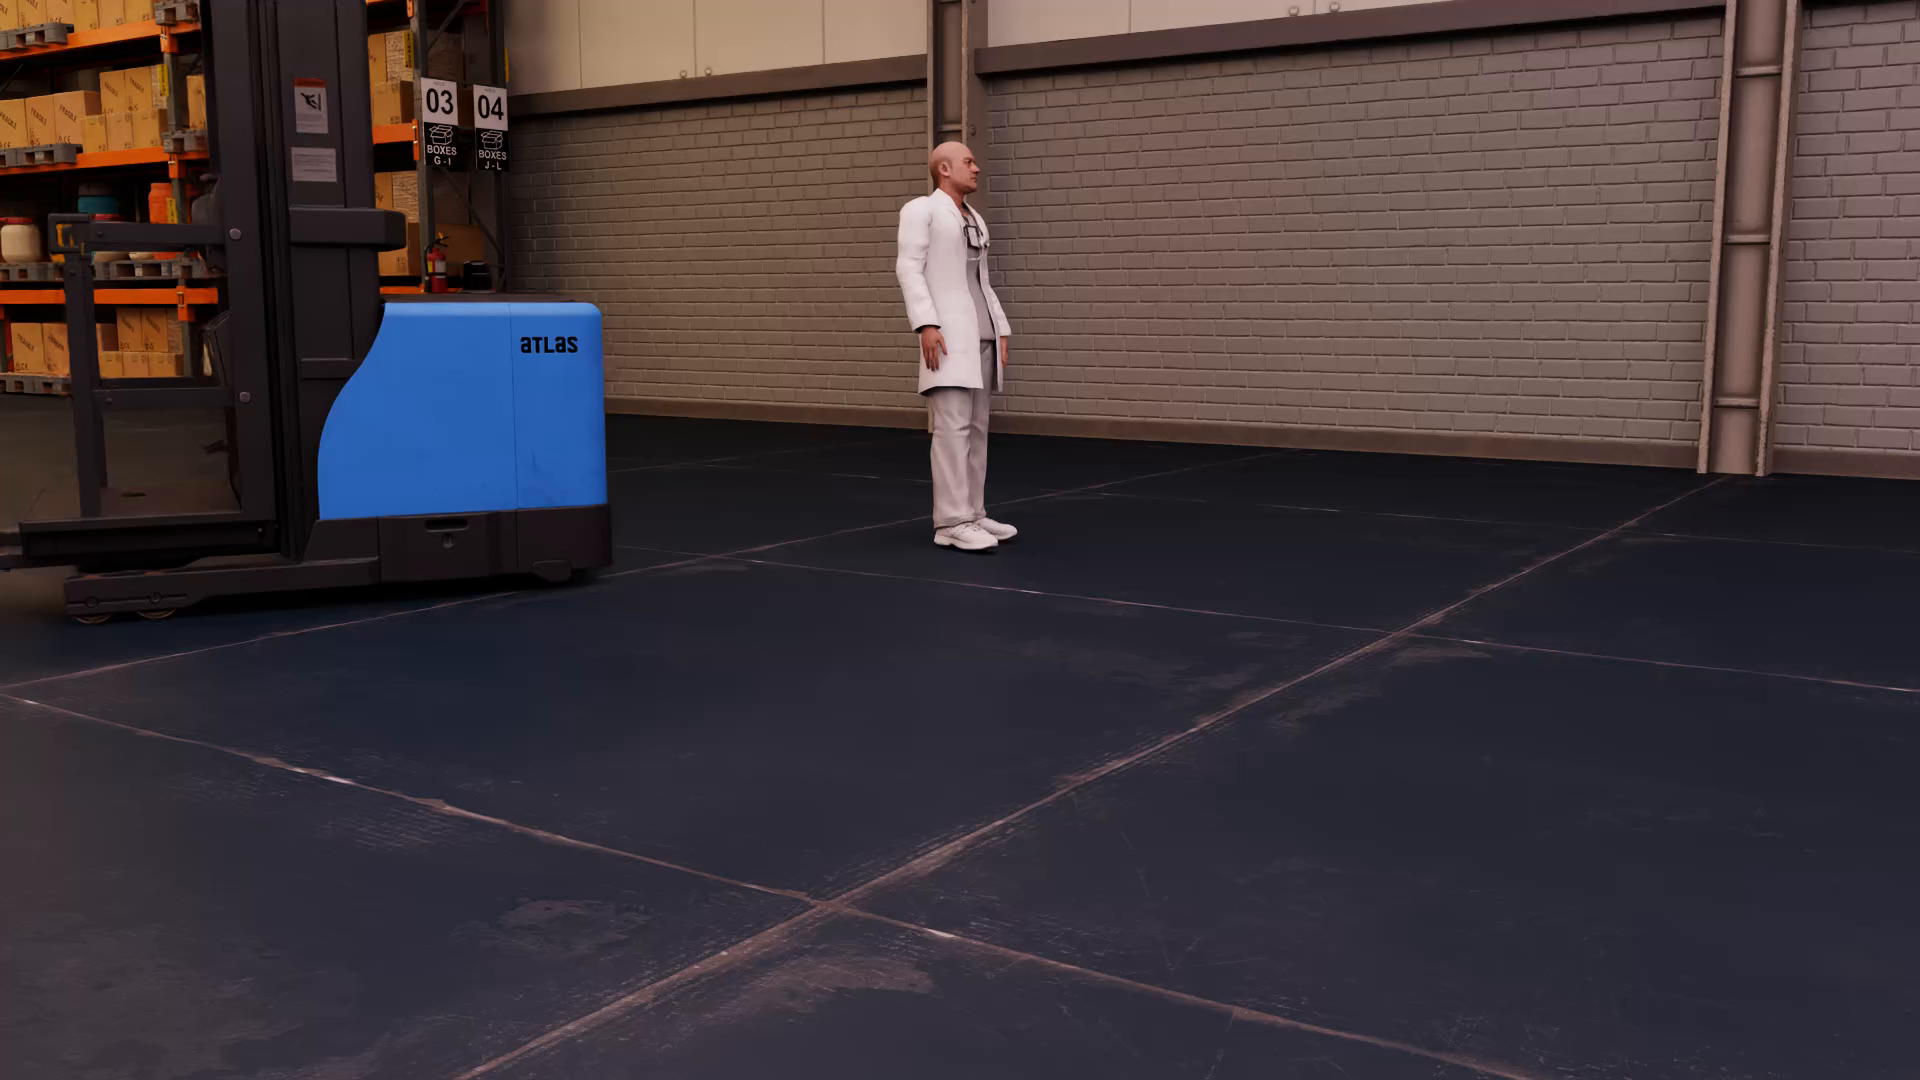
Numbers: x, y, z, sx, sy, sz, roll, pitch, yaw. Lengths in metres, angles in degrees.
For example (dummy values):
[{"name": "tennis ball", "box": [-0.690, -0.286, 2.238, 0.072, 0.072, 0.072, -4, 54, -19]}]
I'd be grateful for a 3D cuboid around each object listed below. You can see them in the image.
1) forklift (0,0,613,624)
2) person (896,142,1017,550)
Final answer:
[{"name": "forklift", "box": [-2.901, -1.252, 5.997, 3.031, 2.935, 1.130, -4, 9, -25]}, {"name": "person", "box": [0.074, -0.880, 7.424, 0.578, 1.778, 0.696, 5, 10, 34]}]
